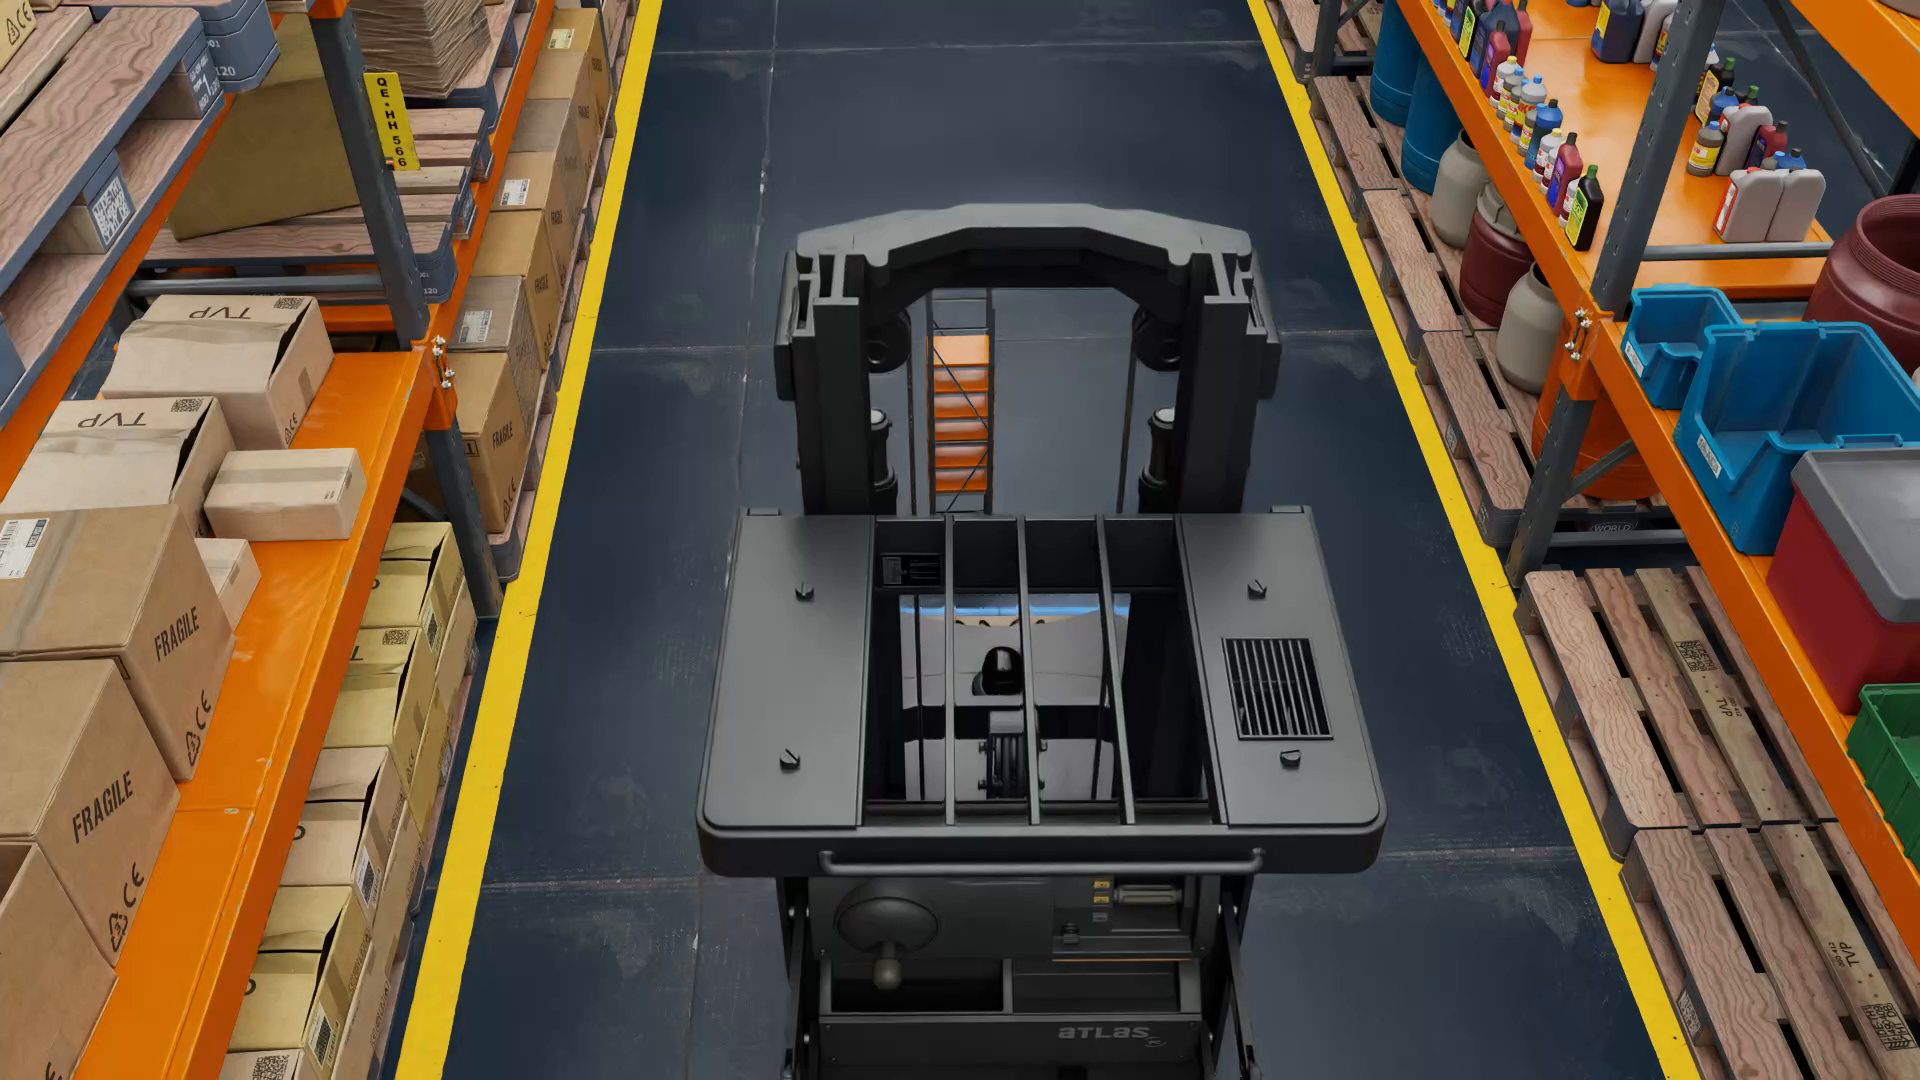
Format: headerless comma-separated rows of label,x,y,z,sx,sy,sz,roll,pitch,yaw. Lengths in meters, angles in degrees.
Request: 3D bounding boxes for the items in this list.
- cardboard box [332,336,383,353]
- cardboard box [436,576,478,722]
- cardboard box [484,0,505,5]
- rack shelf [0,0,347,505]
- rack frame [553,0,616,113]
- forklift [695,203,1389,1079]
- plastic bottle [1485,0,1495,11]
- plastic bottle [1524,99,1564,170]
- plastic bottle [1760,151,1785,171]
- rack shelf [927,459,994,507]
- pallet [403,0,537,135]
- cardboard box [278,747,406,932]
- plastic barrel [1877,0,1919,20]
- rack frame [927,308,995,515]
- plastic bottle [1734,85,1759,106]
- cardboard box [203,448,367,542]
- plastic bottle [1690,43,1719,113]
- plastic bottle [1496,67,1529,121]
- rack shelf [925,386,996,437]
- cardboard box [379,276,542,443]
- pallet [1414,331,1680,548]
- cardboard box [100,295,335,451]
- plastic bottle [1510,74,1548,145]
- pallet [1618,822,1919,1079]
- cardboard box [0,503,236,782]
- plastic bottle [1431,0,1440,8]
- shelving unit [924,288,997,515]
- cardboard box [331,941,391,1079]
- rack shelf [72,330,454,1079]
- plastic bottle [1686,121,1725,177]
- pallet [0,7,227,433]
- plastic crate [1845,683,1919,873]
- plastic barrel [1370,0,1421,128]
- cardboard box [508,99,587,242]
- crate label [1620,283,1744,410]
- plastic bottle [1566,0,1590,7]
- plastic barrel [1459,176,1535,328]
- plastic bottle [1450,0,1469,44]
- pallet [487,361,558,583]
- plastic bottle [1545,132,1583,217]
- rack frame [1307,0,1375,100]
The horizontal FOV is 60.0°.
cardboard box,-2.554,-0.689,6.806,0.500,0.500,0.500,0,43,0
cardboard box,-2.014,0.383,5.836,0.500,0.250,0.500,-1,43,-1
cardboard box,-2.313,-2.525,6.900,0.700,0.500,0.500,-12,44,-13
rack shelf,-2.195,-0.314,3.185,1.077,0.370,4.000,-2,43,-2
rack frame,-2.450,-3.524,8.375,1.000,3.000,0.127,-2,43,-2
forklift,0.126,0.899,3.600,1.130,2.935,3.031,0,43,0
plastic bottle,2.224,-2.170,6.983,0.061,0.283,0.133,-2,43,-2
plastic bottle,2.221,-1.543,6.308,0.097,0.271,0.097,0,43,0
plastic bottle,2.992,-1.336,6.135,0.097,0.201,0.097,0,43,0
rack shelf,0.001,-0.223,6.526,0.258,0.103,0.180,-2,43,-2
pallet,-2.367,-2.066,6.926,1.003,0.211,1.213,-2,43,-2
cardboard box,-1.965,0.866,4.894,0.500,0.311,0.500,-2,43,-2
plastic barrel,2.487,-1.693,3.787,0.600,0.901,0.600,0,43,0
rack frame,0.005,-0.371,6.267,0.240,1.200,0.006,-2,43,-2
plastic bottle,2.994,-1.626,6.390,0.061,0.283,0.133,-2,43,-2
cardboard box,-1.966,-0.132,4.860,0.380,0.149,0.250,-2,43,-2
plastic bottle,2.961,-1.855,6.649,0.097,0.271,0.097,0,43,0
plastic bottle,2.204,-1.780,6.619,0.097,0.201,0.097,0,43,0
rack shelf,0.001,-0.488,6.283,0.258,0.103,0.180,-2,43,-2
cardboard box,-2.042,-0.733,6.854,0.500,0.500,0.500,-3,43,-3
pallet,2.594,-0.467,7.103,1.003,0.211,1.213,-2,43,-2
cardboard box,-2.308,-0.544,5.190,0.500,0.311,0.500,1,43,1
plastic bottle,2.212,-1.674,6.452,0.097,0.271,0.097,0,43,0
pallet,2.712,1.410,5.055,1.003,0.211,1.213,-2,43,-2
cardboard box,-2.193,0.272,4.160,0.500,0.500,0.500,-4,43,-4
plastic bottle,2.187,-2.513,7.364,0.152,0.276,0.135,-2,43,-2
shelving unit,0.001,-0.433,6.334,0.258,1.200,0.189,-2,43,-2
cardboard box,-1.946,1.418,4.707,0.500,0.250,0.500,-1,43,-1
rack shelf,-2.195,0.792,4.199,1.077,0.370,4.000,-2,43,-2
plastic bottle,2.830,-1.488,6.300,0.097,0.201,0.097,0,43,0
pallet,-2.112,-0.650,3.159,1.003,0.211,1.213,0,43,0
plastic crate,2.483,0.647,3.981,0.450,0.188,0.662,-2,43,-2
plastic barrel,2.505,-2.677,8.693,0.600,0.901,0.708,-2,43,-2
cardboard box,-2.109,-1.768,7.983,0.500,0.500,0.500,-1,43,-1
crate label,2.312,-0.607,5.316,0.303,0.233,0.416,-2,43,-2
plastic bottle,2.767,-2.509,7.363,0.097,0.271,0.097,0,43,0
plastic barrel,2.583,-1.322,7.446,0.600,0.588,0.708,-2,43,-2
plastic bottle,2.198,-2.301,7.077,0.144,0.351,0.185,-2,43,-2
pallet,-2.274,-0.301,6.922,1.003,0.211,1.213,-2,43,-2
plastic bottle,2.216,-1.337,6.075,0.061,0.283,0.133,-2,43,-2
rack frame,2.499,-3.664,8.527,1.000,3.000,0.127,-2,43,-2
